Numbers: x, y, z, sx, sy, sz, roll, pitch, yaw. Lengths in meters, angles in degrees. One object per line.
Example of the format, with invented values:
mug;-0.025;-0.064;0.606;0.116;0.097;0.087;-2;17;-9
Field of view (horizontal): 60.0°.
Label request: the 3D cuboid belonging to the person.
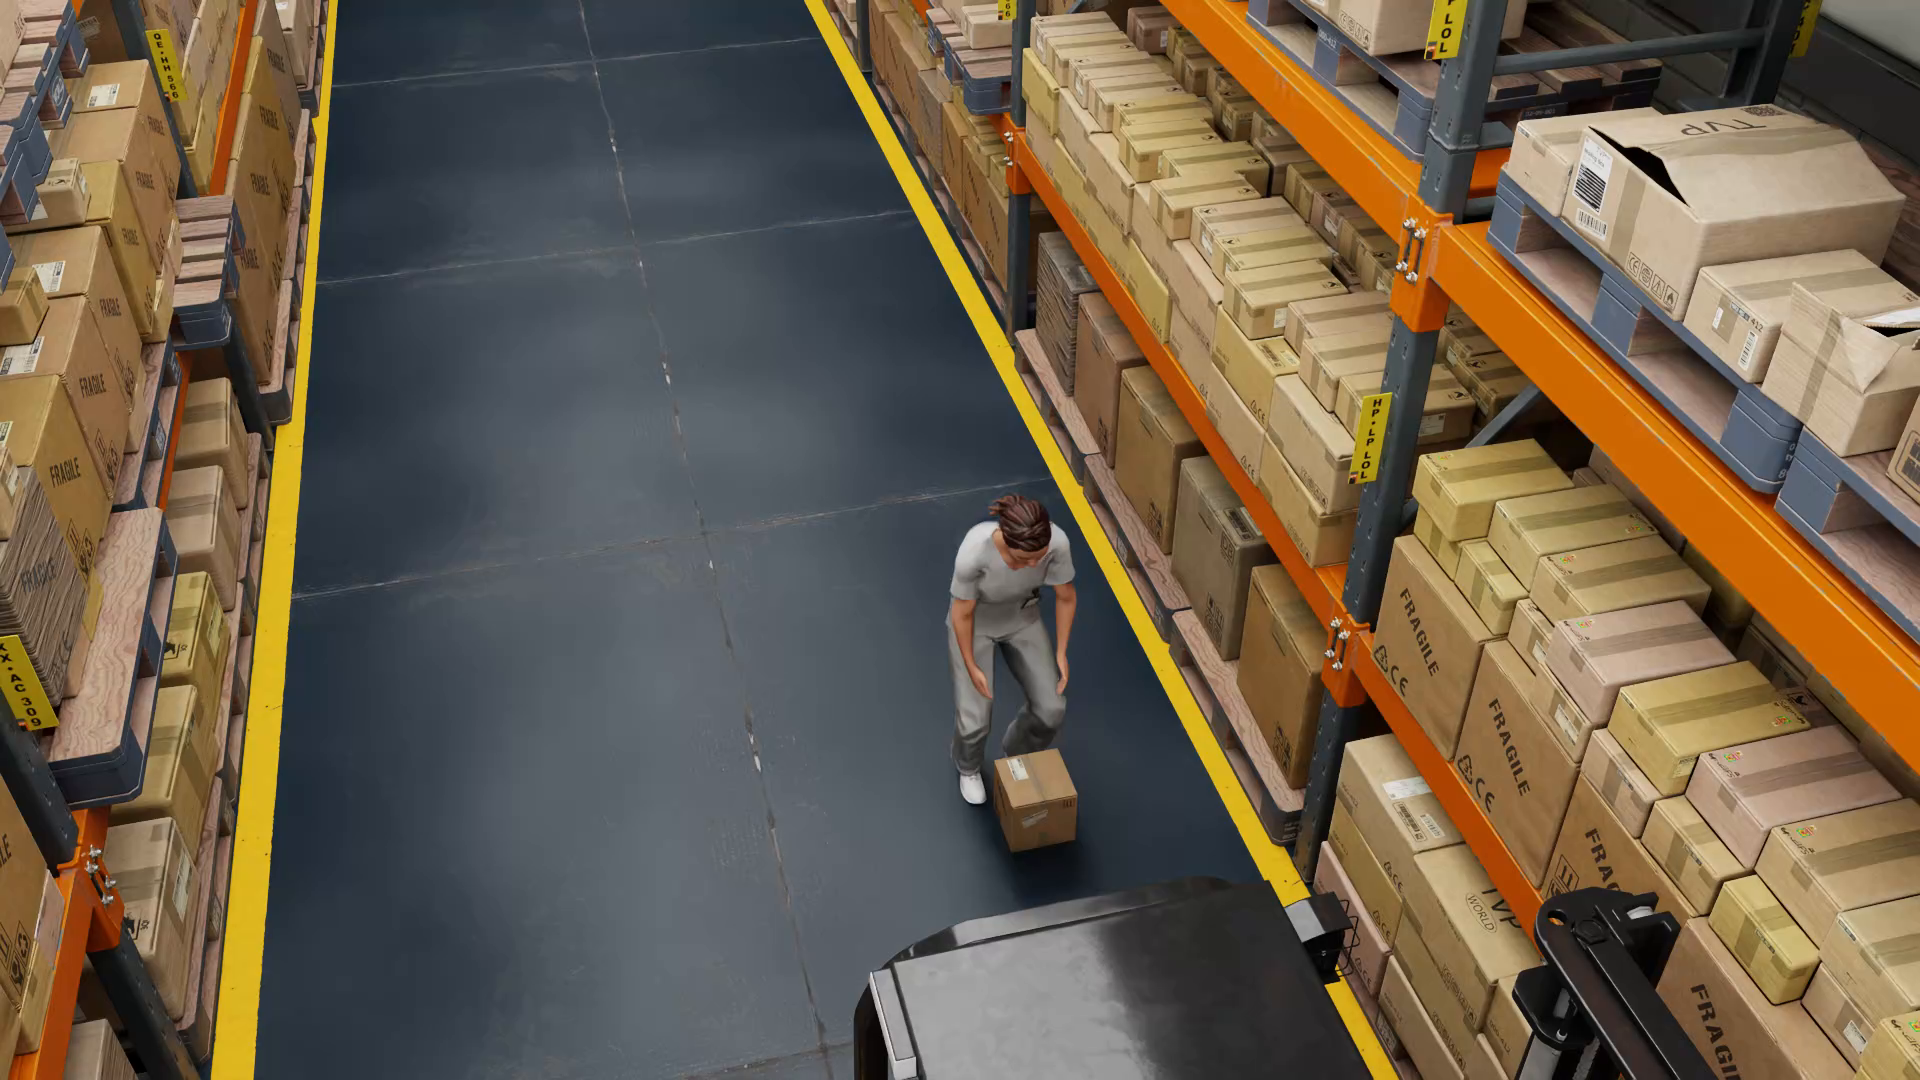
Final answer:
person;0.191;0.379;6.310;0.483;1.515;0.532;-9;39;-11
